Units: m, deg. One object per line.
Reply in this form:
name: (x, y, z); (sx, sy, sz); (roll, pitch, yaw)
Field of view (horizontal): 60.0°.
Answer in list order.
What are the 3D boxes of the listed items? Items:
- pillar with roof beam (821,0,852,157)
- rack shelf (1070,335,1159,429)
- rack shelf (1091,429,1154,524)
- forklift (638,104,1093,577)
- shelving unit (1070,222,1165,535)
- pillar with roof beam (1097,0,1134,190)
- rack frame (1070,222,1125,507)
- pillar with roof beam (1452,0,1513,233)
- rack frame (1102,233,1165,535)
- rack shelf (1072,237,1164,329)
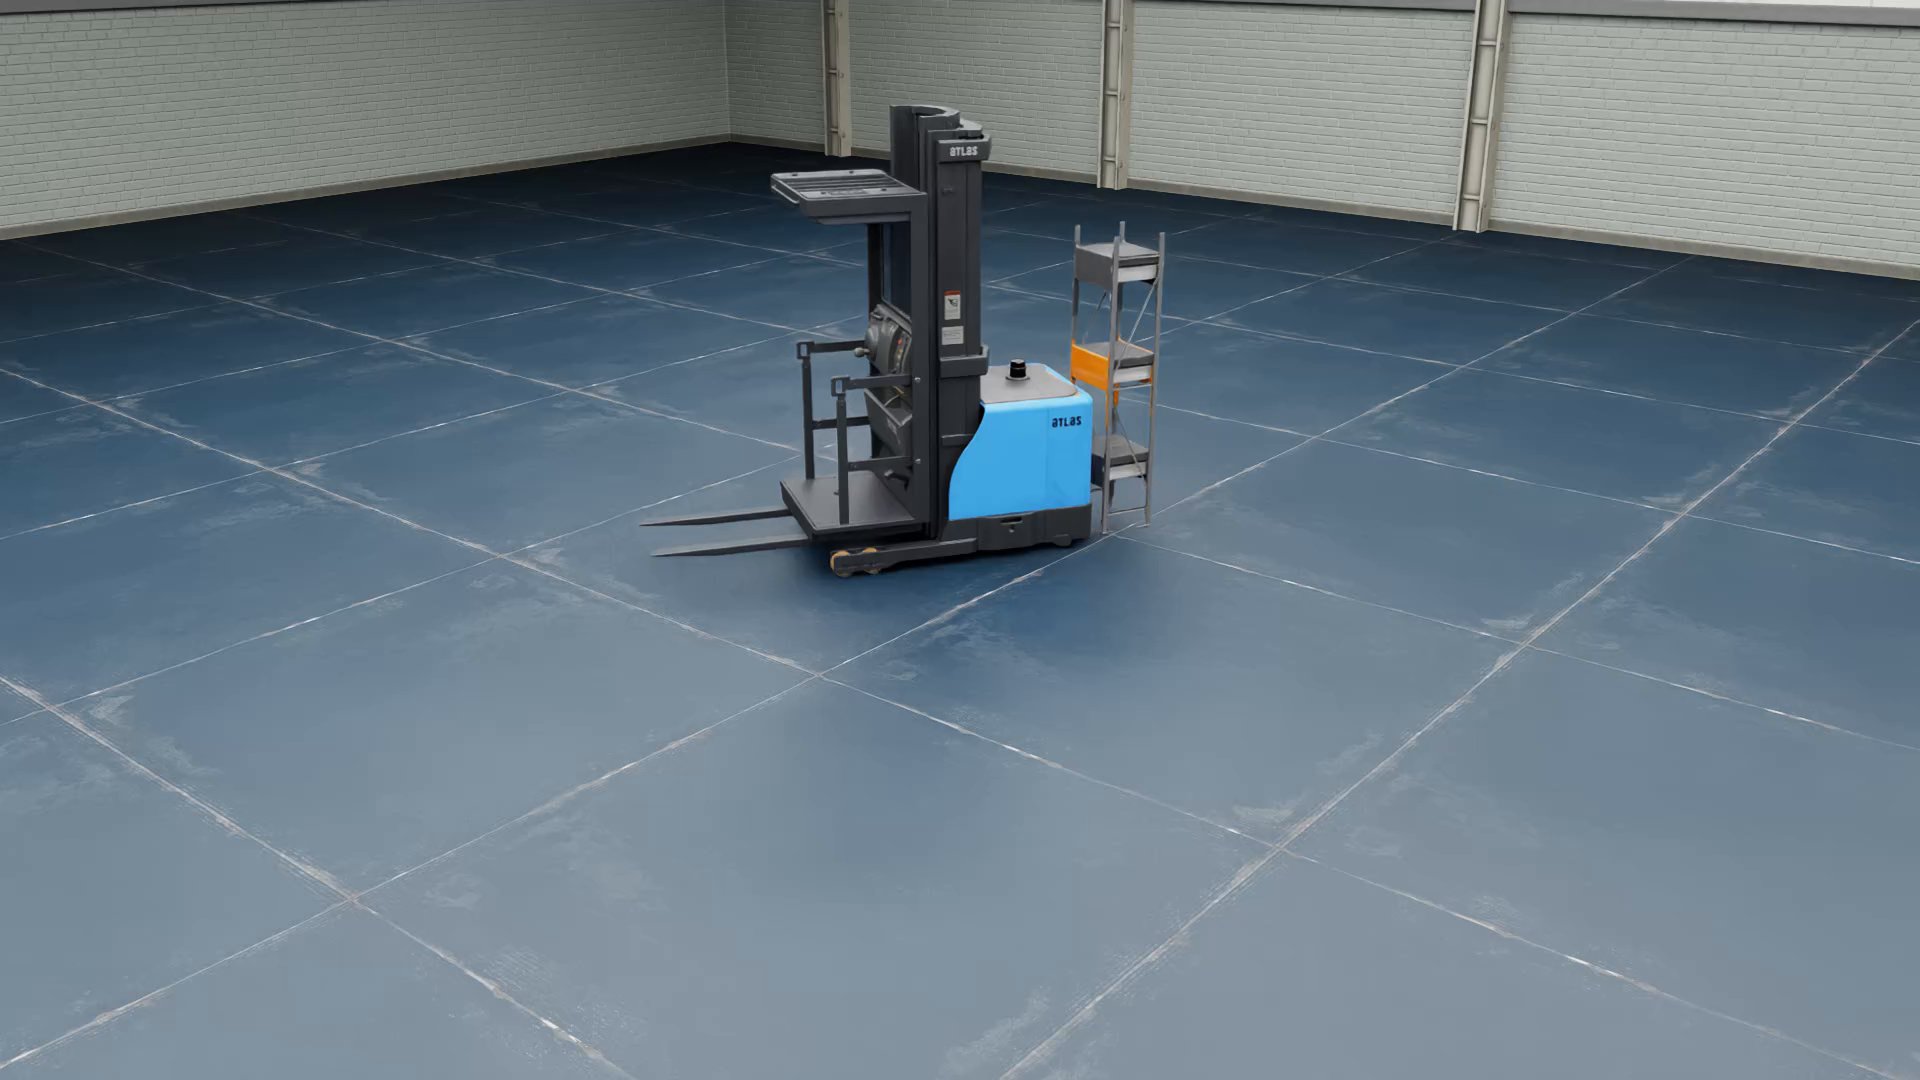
pillar with roof beam: (-4.928, -10.023, 25.494); (0.400, 9.000, 9.100); (16, 26, 36)
rack shelf: (1.076, -1.118, 11.688); (0.431, 0.518, 0.480); (-10, 23, -27)
rack shelf: (1.070, -0.462, 11.931); (0.431, 0.518, 0.480); (-10, 23, -27)
forklift: (-0.661, -1.337, 11.060); (3.031, 2.935, 1.130); (-7, 22, -17)
shelving unit: (1.077, -1.131, 11.684); (0.431, 2.100, 0.503); (-10, 23, -27)
pillar with roof beam: (-0.280, -8.684, 21.944); (0.400, 9.000, 9.100); (16, 26, 36)
rack frame: (0.961, -1.207, 11.885); (0.400, 2.100, 0.015); (-10, 23, -27)
pillar with roof beam: (4.369, -7.346, 18.394); (0.400, 9.000, 9.100); (16, 26, 36)
rack frame: (1.192, -1.056, 11.482); (0.400, 2.100, 0.015); (-10, 23, -27)
rack shelf: (1.083, -1.775, 11.446); (0.431, 0.518, 0.480); (-10, 23, -27)
